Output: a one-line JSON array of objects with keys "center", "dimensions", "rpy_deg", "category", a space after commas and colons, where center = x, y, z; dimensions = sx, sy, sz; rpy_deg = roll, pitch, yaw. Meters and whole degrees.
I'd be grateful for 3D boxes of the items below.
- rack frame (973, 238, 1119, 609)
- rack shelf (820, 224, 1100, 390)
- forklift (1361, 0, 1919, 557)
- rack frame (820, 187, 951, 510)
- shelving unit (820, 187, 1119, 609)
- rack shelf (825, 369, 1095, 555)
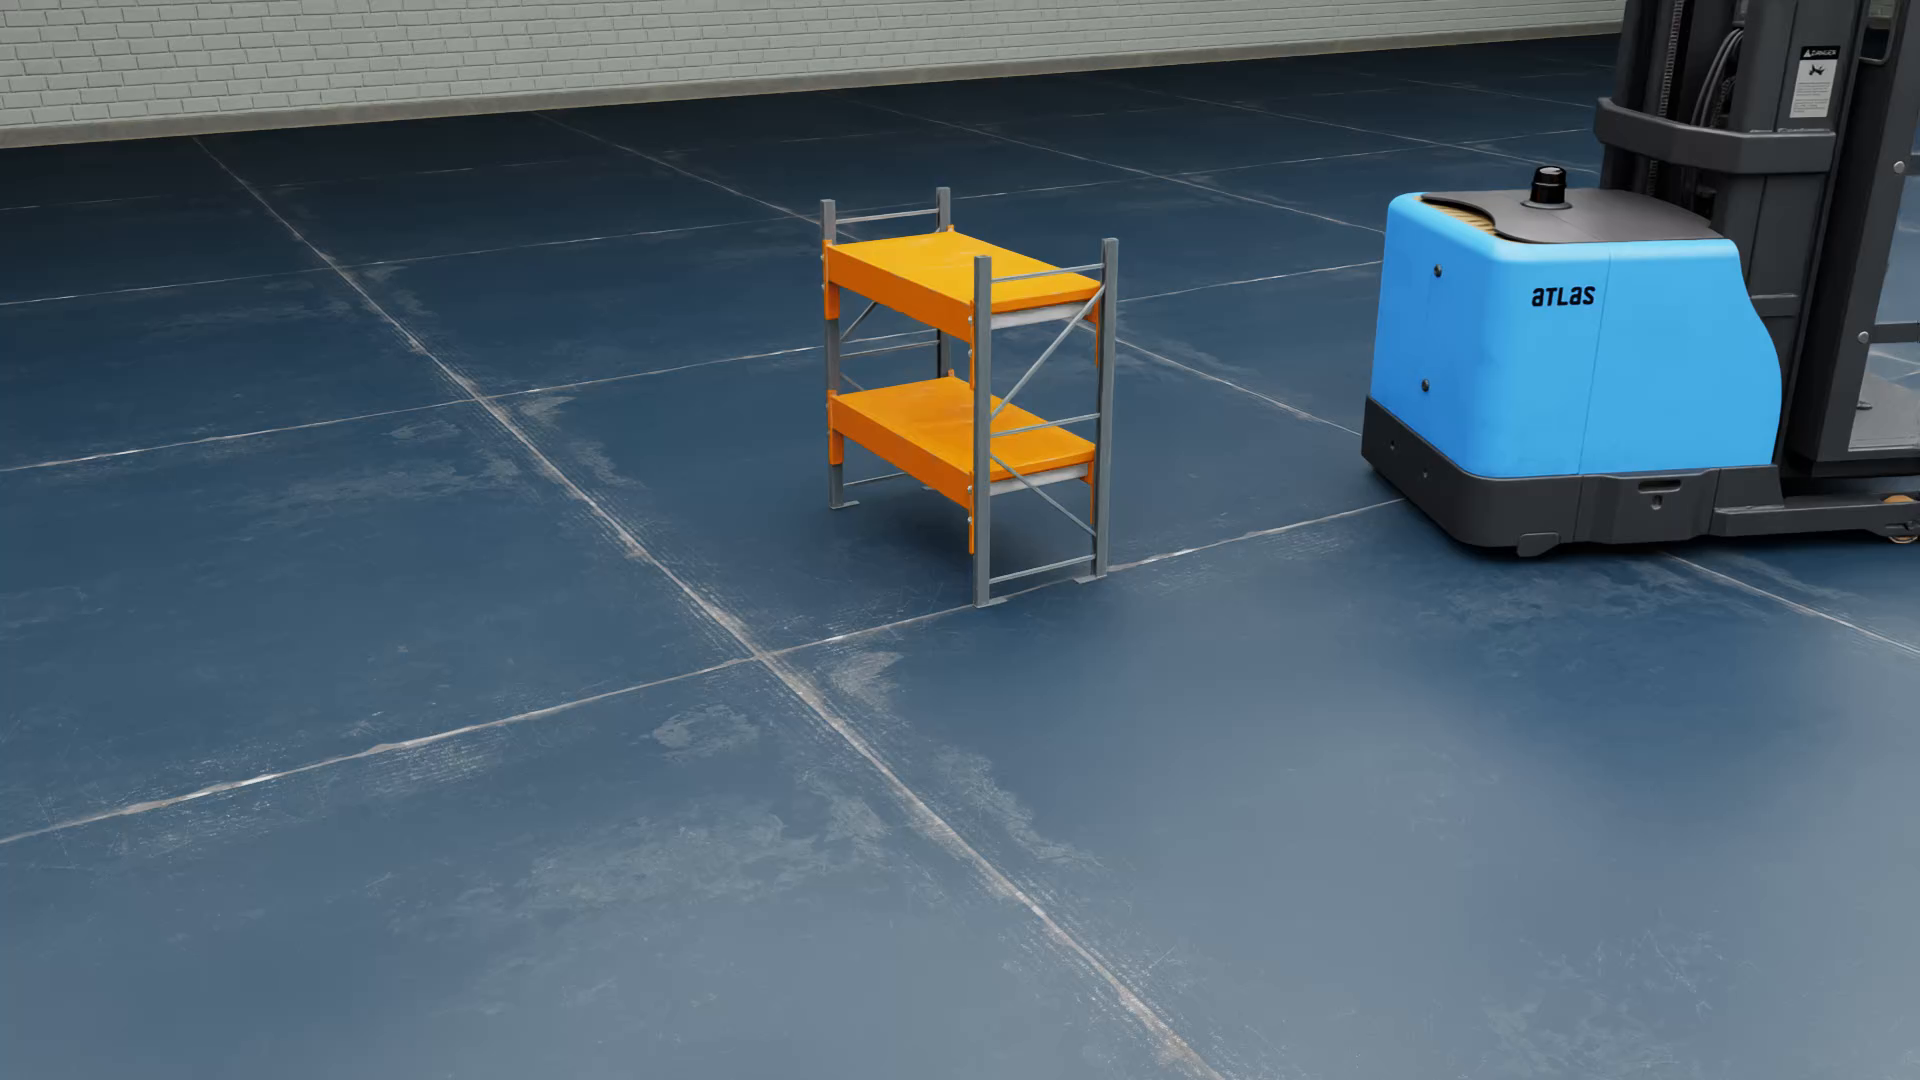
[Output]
[{"center": [0.263, -0.354, 5.189], "dimensions": [0.500, 1.125, 0.032], "rpy_deg": [-13, 25, -28], "category": "rack frame"}, {"center": [0.003, -0.790, 5.484], "dimensions": [0.538, 0.278, 1.000], "rpy_deg": [-13, 25, -28], "category": "rack shelf"}, {"center": [3.110, -1.539, 5.704], "dimensions": [3.031, 2.935, 1.130], "rpy_deg": [-3, 22, -8], "category": "forklift"}, {"center": [-0.256, -0.683, 5.999], "dimensions": [0.500, 1.125, 0.032], "rpy_deg": [-13, 25, -28], "category": "rack frame"}, {"center": [0.003, -0.519, 5.594], "dimensions": [0.538, 1.125, 1.048], "rpy_deg": [-13, 25, -28], "category": "shelving unit"}, {"center": [0.003, -0.292, 5.686], "dimensions": [0.538, 0.278, 1.000], "rpy_deg": [-13, 25, -28], "category": "rack shelf"}]
